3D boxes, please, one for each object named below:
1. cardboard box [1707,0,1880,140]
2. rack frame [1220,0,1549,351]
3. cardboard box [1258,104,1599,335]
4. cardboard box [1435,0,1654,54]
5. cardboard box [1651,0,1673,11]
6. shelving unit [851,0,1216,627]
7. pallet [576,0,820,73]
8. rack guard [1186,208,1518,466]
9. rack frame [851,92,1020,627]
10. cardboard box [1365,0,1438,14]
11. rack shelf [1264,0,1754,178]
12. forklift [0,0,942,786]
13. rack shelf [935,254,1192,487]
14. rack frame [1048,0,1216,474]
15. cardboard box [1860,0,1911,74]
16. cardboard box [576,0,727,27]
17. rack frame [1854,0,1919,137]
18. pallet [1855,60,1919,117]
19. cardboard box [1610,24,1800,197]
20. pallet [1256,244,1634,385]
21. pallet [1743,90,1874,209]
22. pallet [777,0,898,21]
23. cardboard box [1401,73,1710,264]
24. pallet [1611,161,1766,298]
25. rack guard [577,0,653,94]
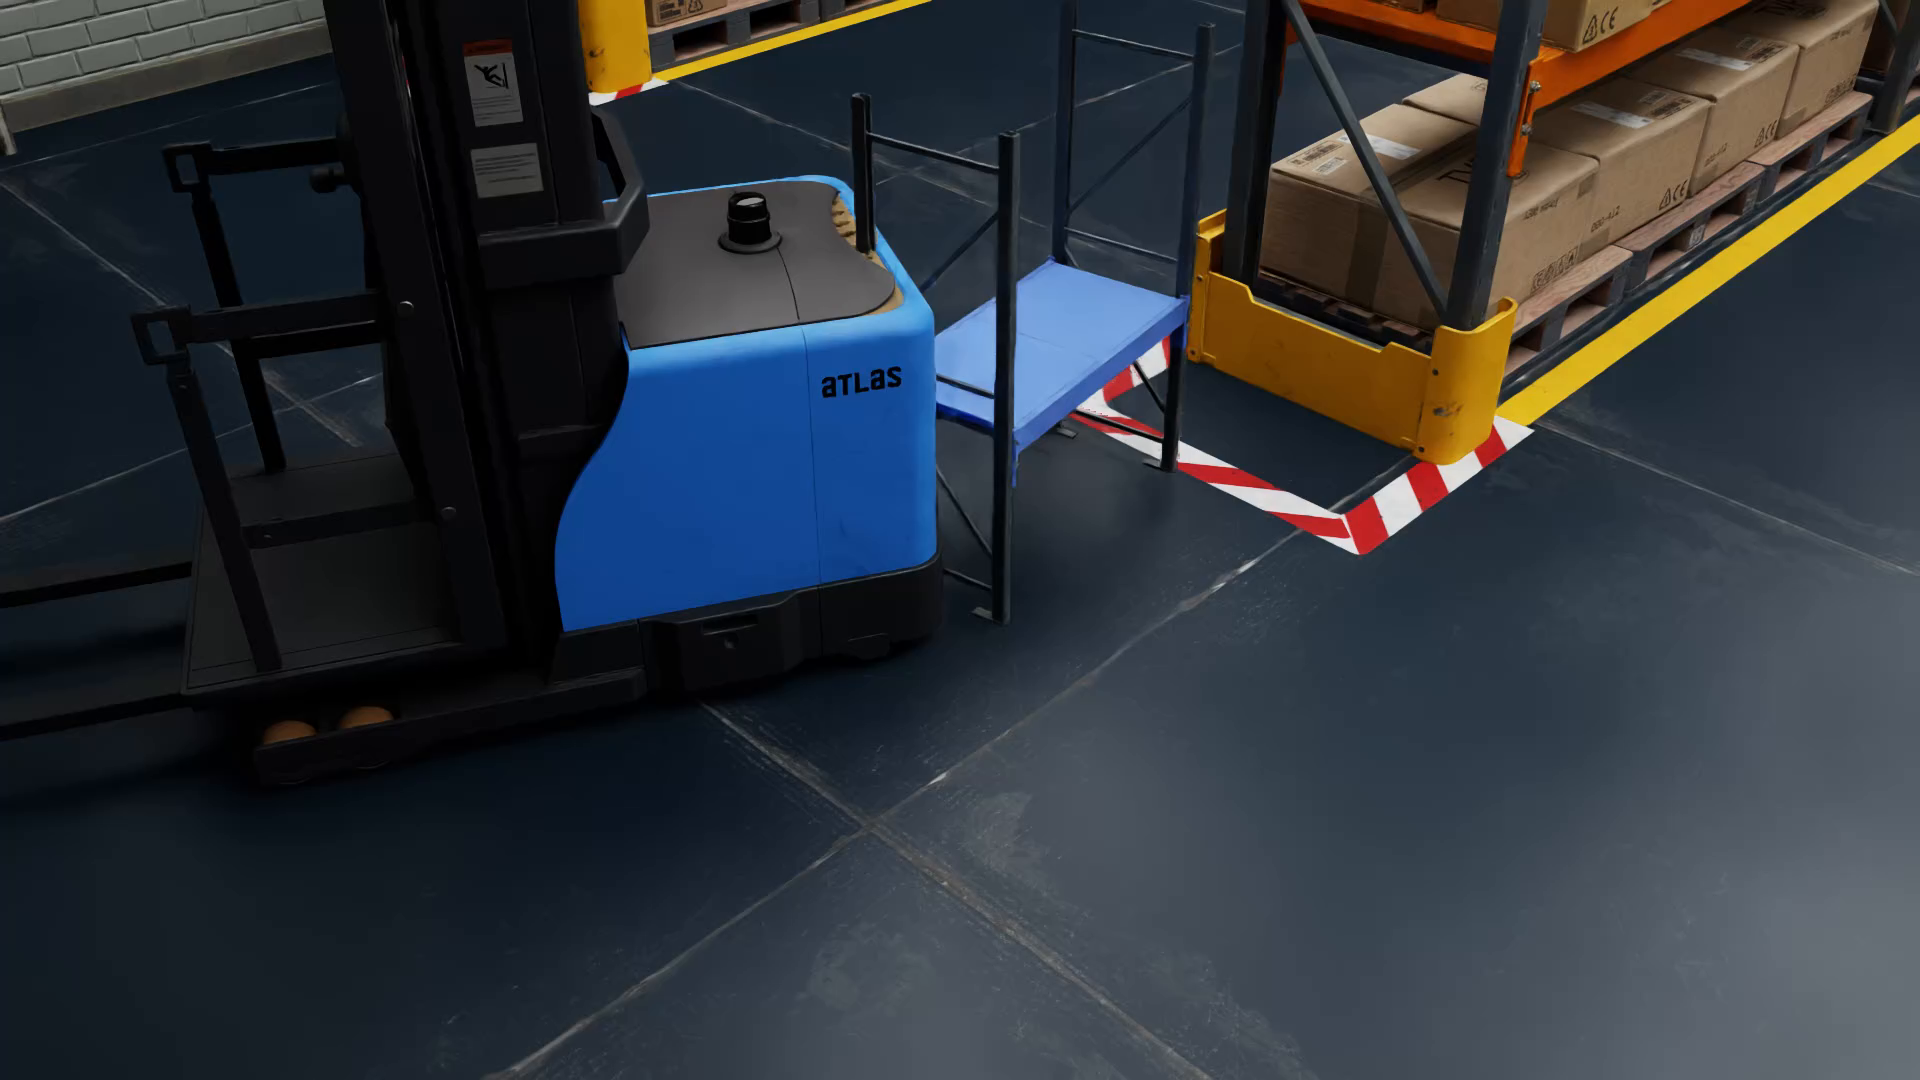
[{"bbox_3d":[3.651,-2.314,7.819,0.875,0.438,0.875,29,44,35],"label":"cardboard box"},{"bbox_3d":[1.352,-1.781,5.181,1.000,3.000,0.127,30,45,35],"label":"rack frame"},{"bbox_3d":[1.746,-1.210,6.236,0.875,0.438,0.875,28,44,34],"label":"cardboard box"},{"bbox_3d":[1.894,-1.901,5.266,0.500,0.500,0.500,29,44,35],"label":"cardboard box"},{"bbox_3d":[2.230,-2.118,5.577,0.500,0.500,0.500,29,44,35],"label":"cardboard box"},{"bbox_3d":[0.223,-0.687,4.923,0.538,1.500,1.048,22,40,28],"label":"shelving unit"},{"bbox_3d":[-1.559,-2.991,9.354,1.003,0.211,1.213,30,45,35],"label":"pallet"},{"bbox_3d":[1.335,-0.746,5.882,1.175,0.500,0.348,30,45,35],"label":"rack guard"},{"bbox_3d":[-0.068,-0.448,4.581,0.500,1.500,0.032,22,40,28],"label":"rack frame"},{"bbox_3d":[1.504,-2.124,5.587,0.500,0.500,0.500,-30,45,-35],"label":"cardboard box"},{"bbox_3d":[2.761,-2.298,6.551,1.077,0.370,4.000,30,45,35],"label":"rack shelf"},{"bbox_3d":[-1.626,-0.904,3.984,3.031,2.935,1.130,-10,36,-15],"label":"forklift"},{"bbox_3d":[0.223,-0.539,5.026,0.538,0.185,1.000,22,40,28],"label":"rack shelf"},{"bbox_3d":[0.513,-0.925,5.265,0.500,1.500,0.032,22,40,28],"label":"rack frame"},{"bbox_3d":[4.550,-2.989,8.404,0.875,0.875,0.875,-28,44,-34],"label":"cardboard box"},{"bbox_3d":[-1.675,-3.138,8.943,0.797,0.503,0.637,28,43,34],"label":"cardboard box"},{"bbox_3d":[4.170,-3.405,7.510,1.000,3.000,0.127,30,45,35],"label":"rack frame"},{"bbox_3d":[4.660,-2.605,8.800,1.003,0.211,1.213,30,45,35],"label":"pallet"},{"bbox_3d":[3.021,-1.951,7.298,0.875,0.438,0.875,28,44,34],"label":"cardboard box"},{"bbox_3d":[1.859,-0.993,6.490,1.003,0.211,1.213,30,45,35],"label":"pallet"},{"bbox_3d":[3.579,-1.984,7.910,1.003,0.211,1.213,30,45,35],"label":"pallet"},{"bbox_3d":[-0.699,-3.484,10.061,1.003,0.211,1.213,30,45,35],"label":"pallet"},{"bbox_3d":[2.385,-1.585,6.774,0.875,0.438,0.875,-29,44,-34],"label":"cardboard box"},{"bbox_3d":[2.719,-1.486,7.196,1.003,0.211,1.213,30,45,35],"label":"pallet"},{"bbox_3d":[-2.120,-2.785,8.807,1.175,0.500,0.348,30,45,35],"label":"rack guard"}]
